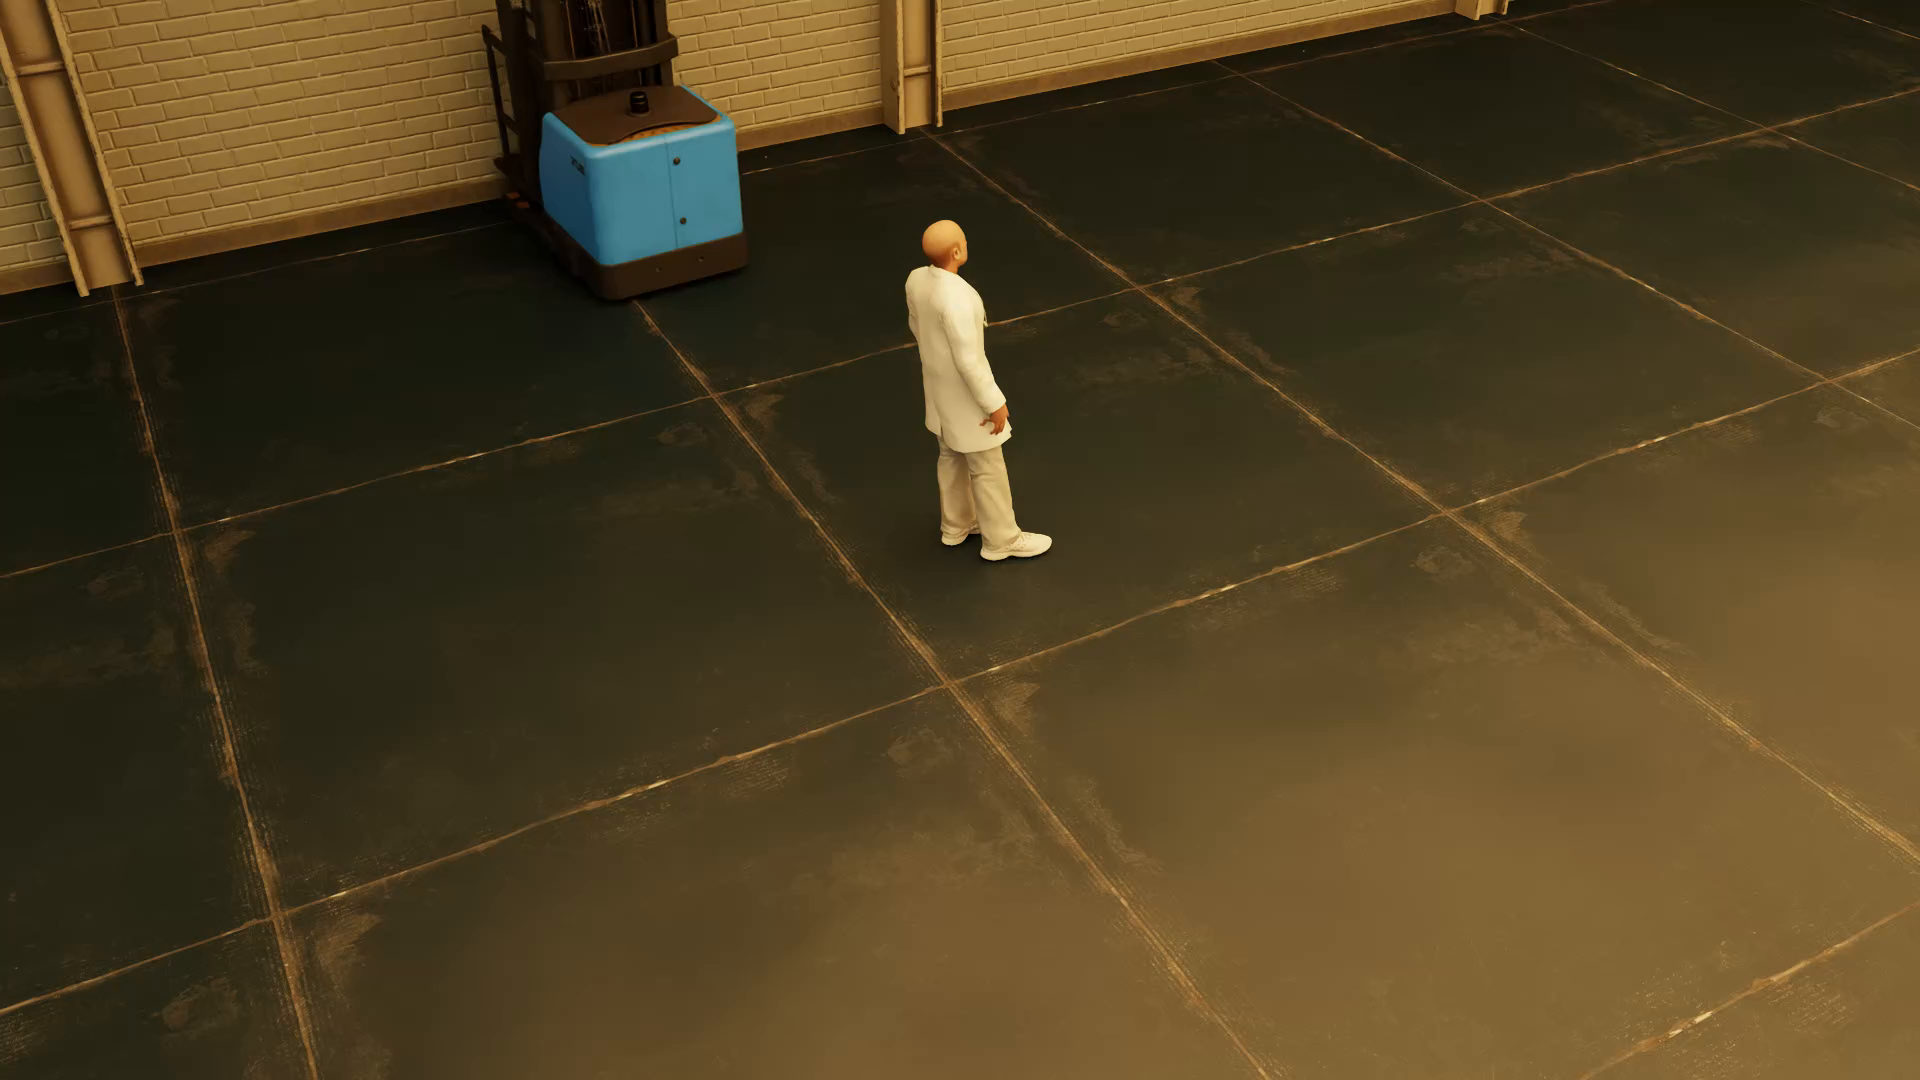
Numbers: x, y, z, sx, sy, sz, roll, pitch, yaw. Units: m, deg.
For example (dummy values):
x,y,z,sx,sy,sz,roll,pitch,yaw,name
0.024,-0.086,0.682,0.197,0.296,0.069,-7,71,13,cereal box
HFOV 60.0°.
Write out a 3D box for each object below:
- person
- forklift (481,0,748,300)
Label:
x,y,z,sx,sy,sz,roll,pitch,yaw,name
0.083,-0.755,8.177,0.578,1.777,0.698,-17,39,-23,person
-2.632,-3.563,11.164,1.130,2.935,3.031,-20,40,-26,forklift
